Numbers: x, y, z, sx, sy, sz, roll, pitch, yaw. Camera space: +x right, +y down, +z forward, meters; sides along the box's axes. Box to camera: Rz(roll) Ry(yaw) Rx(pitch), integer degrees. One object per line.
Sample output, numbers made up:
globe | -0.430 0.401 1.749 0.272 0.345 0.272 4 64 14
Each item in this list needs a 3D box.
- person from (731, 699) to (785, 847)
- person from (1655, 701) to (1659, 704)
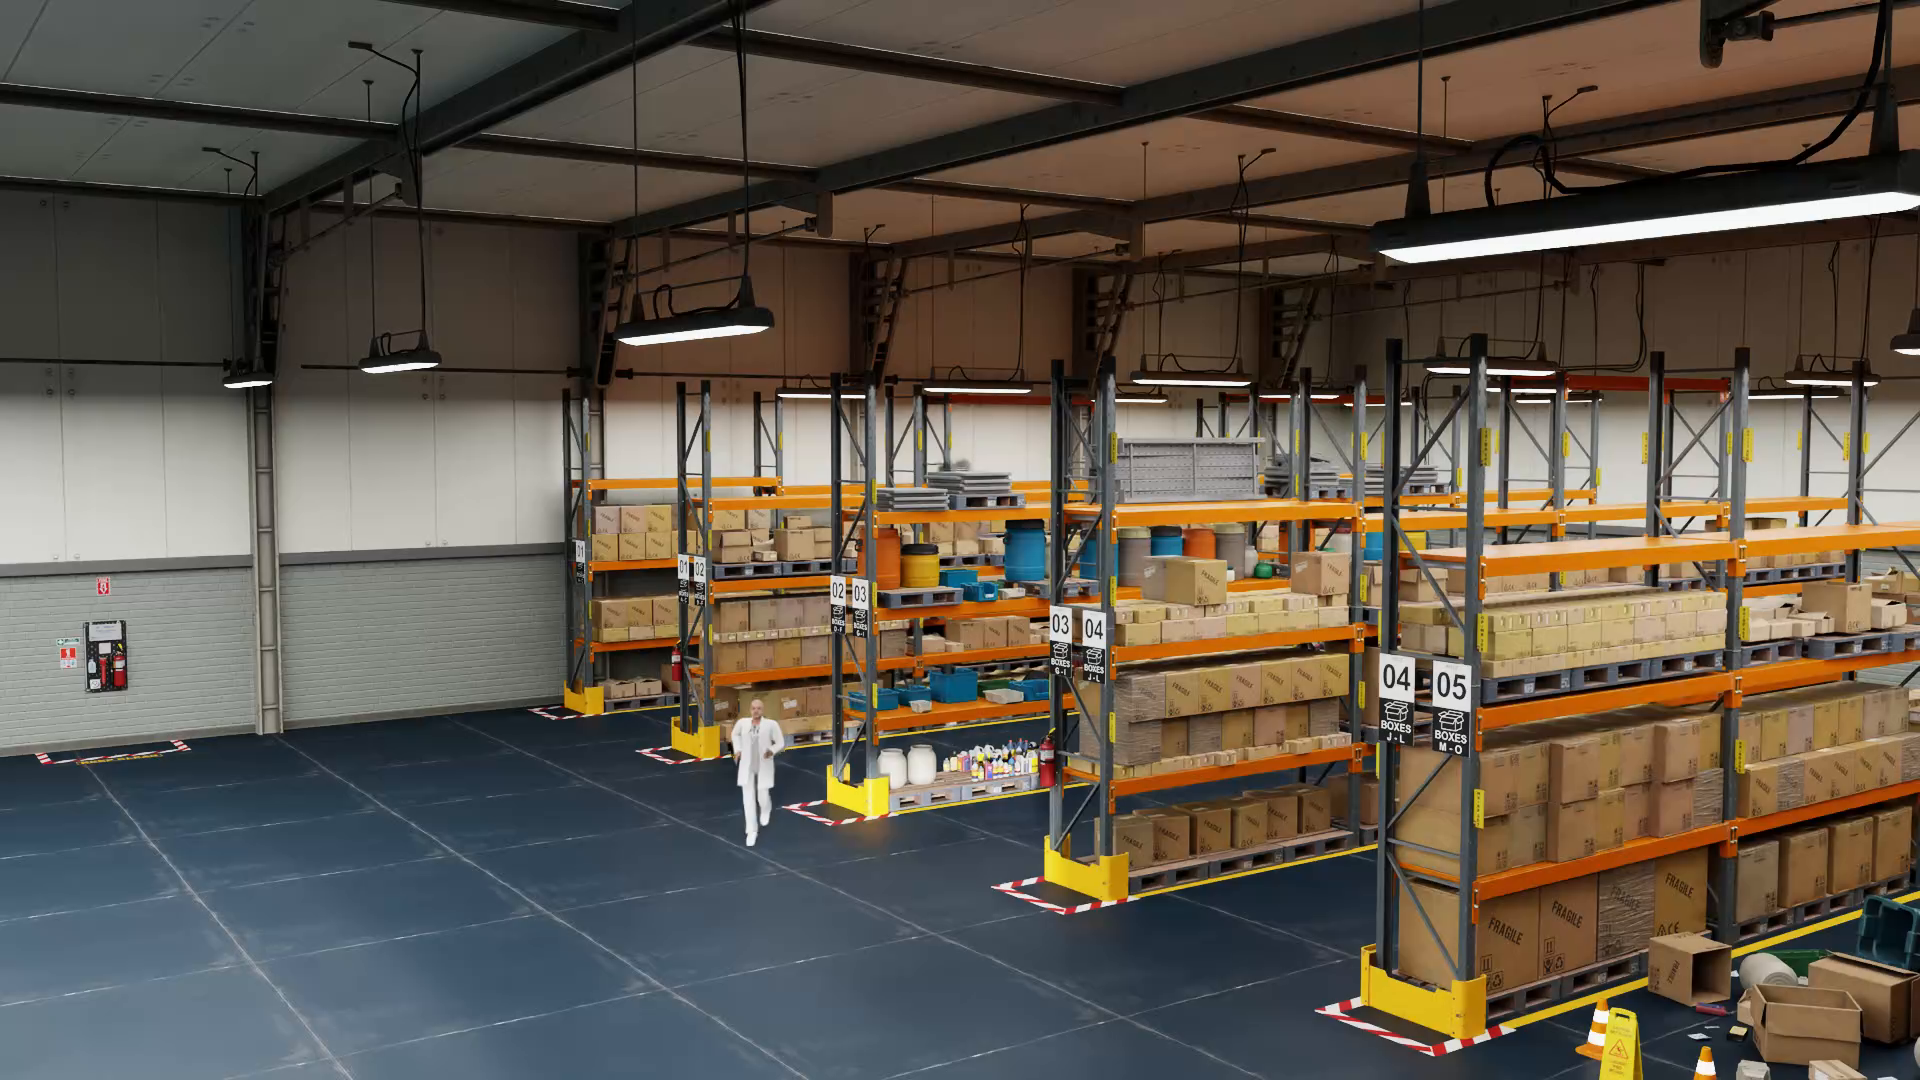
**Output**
person | -2.590 2.918 21.212 0.710 1.787 1.025 0 4 1
person | 9.335 2.847 22.292 0.814 1.823 0.650 -3 5 -35
